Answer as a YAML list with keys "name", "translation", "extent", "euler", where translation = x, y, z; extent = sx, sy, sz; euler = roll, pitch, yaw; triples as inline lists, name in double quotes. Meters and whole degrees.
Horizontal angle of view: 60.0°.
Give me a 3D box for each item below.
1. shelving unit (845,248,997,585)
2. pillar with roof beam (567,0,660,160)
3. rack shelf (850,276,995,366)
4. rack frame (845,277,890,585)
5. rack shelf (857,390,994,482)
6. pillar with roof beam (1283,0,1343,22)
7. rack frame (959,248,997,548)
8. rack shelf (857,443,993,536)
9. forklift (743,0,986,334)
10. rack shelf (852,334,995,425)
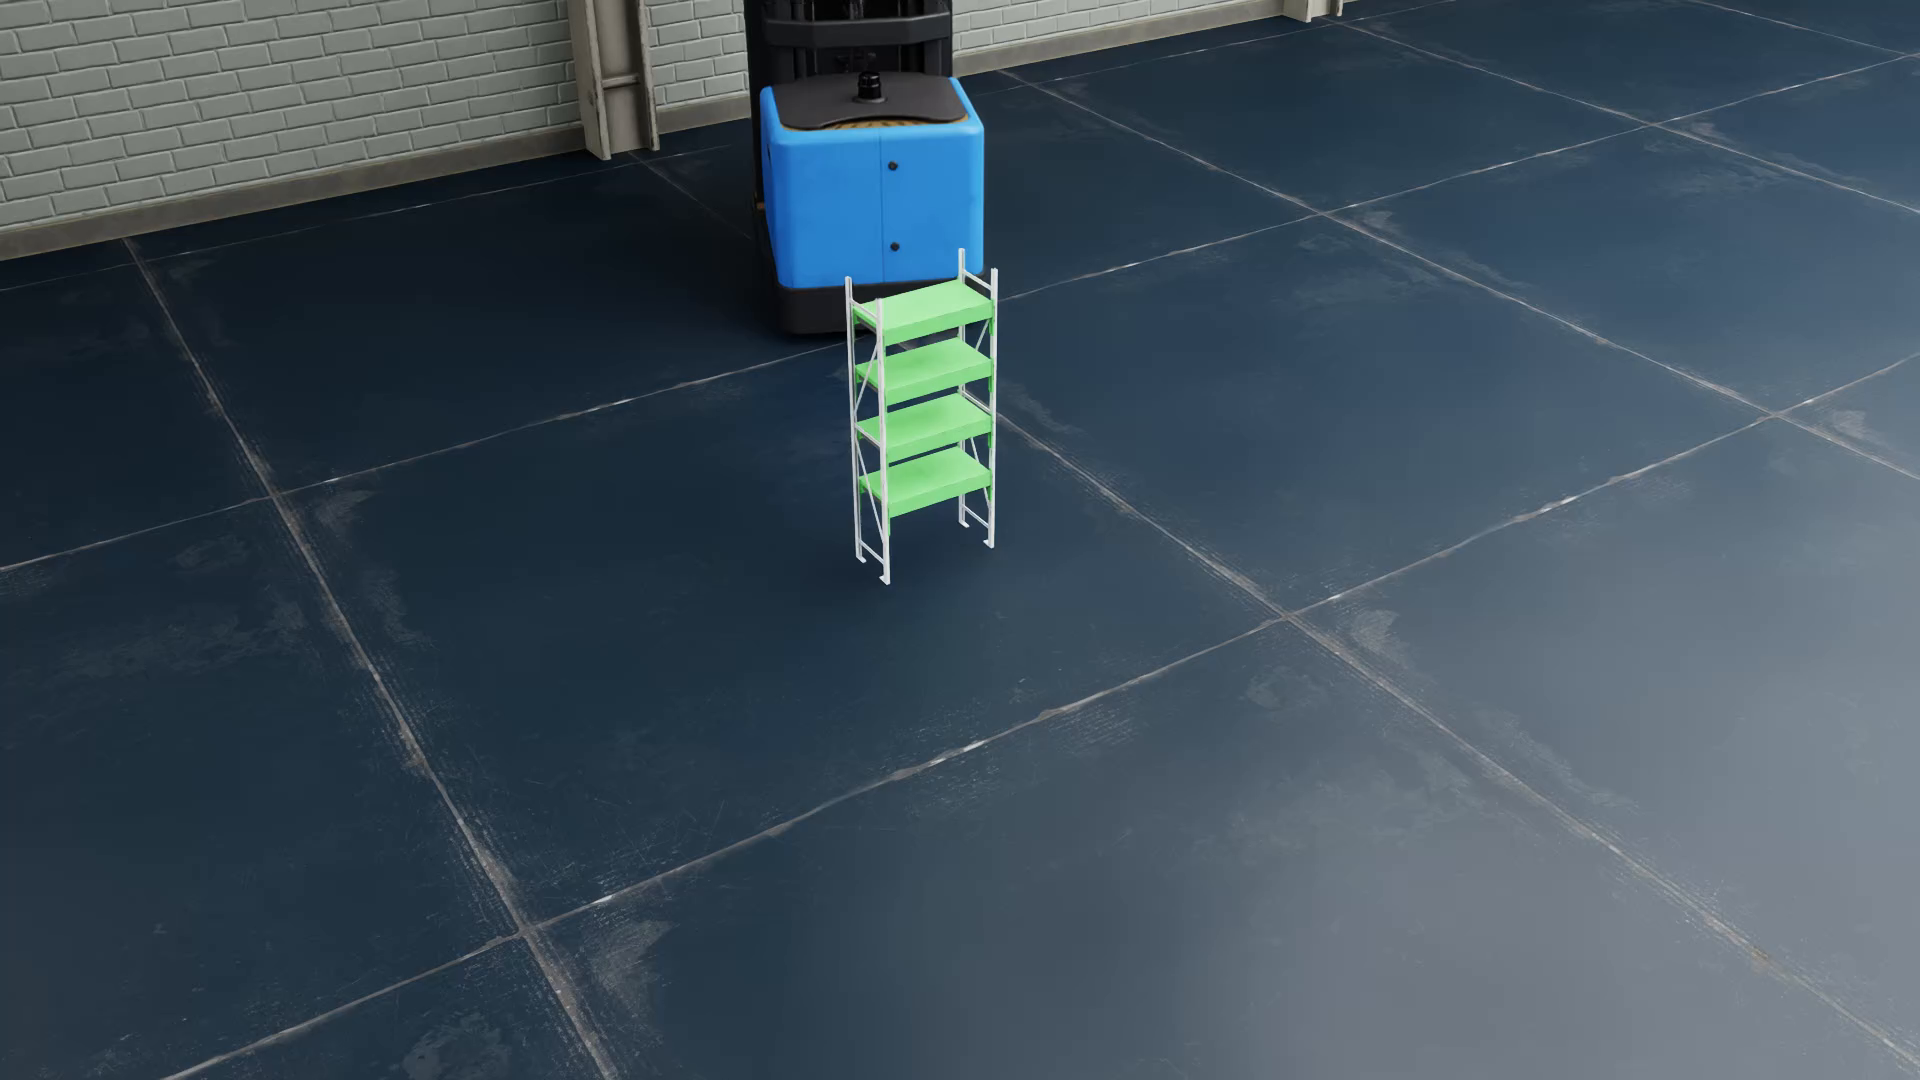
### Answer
- name: "shelving unit"
  translation: [-0.139, -0.460, 6.354]
  extent: [0.503, 1.200, 0.258]
  euler: [-19, 37, -27]
- name: "pillar with roof beam"
  translation: [0.145, -4.415, 5.315]
  extent: [0.400, 9.000, 9.100]
  euler: [-19, 37, -27]
- name: "rack shelf"
  translation: [-0.139, -0.812, 6.132]
  extent: [0.480, 0.148, 0.258]
  euler: [-19, 37, -27]
- name: "rack frame"
  translation: [-0.344, -0.389, 6.242]
  extent: [0.015, 1.200, 0.240]
  euler: [-19, 37, -27]
- name: "rack shelf"
  translation: [-0.139, -0.406, 6.388]
  extent: [0.480, 0.148, 0.258]
  euler: [-19, 37, -27]
- name: "pillar with roof beam"
  translation: [5.188, -6.149, 8.064]
  extent: [0.400, 9.000, 9.100]
  euler: [-19, 37, -27]
- name: "rack frame"
  translation: [0.066, -0.530, 6.466]
  extent: [0.015, 1.200, 0.240]
  euler: [-19, 37, -27]
- name: "rack shelf"
  translation: [-0.139, -0.203, 6.516]
  extent: [0.480, 0.148, 0.258]
  euler: [-19, 37, -27]
- name: "forklift"
  translation: [-0.623, -3.030, 8.807]
  extent: [1.130, 2.935, 3.031]
  euler: [-5, 33, -8]
- name: "rack shelf"
  translation: [-0.139, -0.609, 6.260]
  extent: [0.480, 0.148, 0.258]
  euler: [-19, 37, -27]
